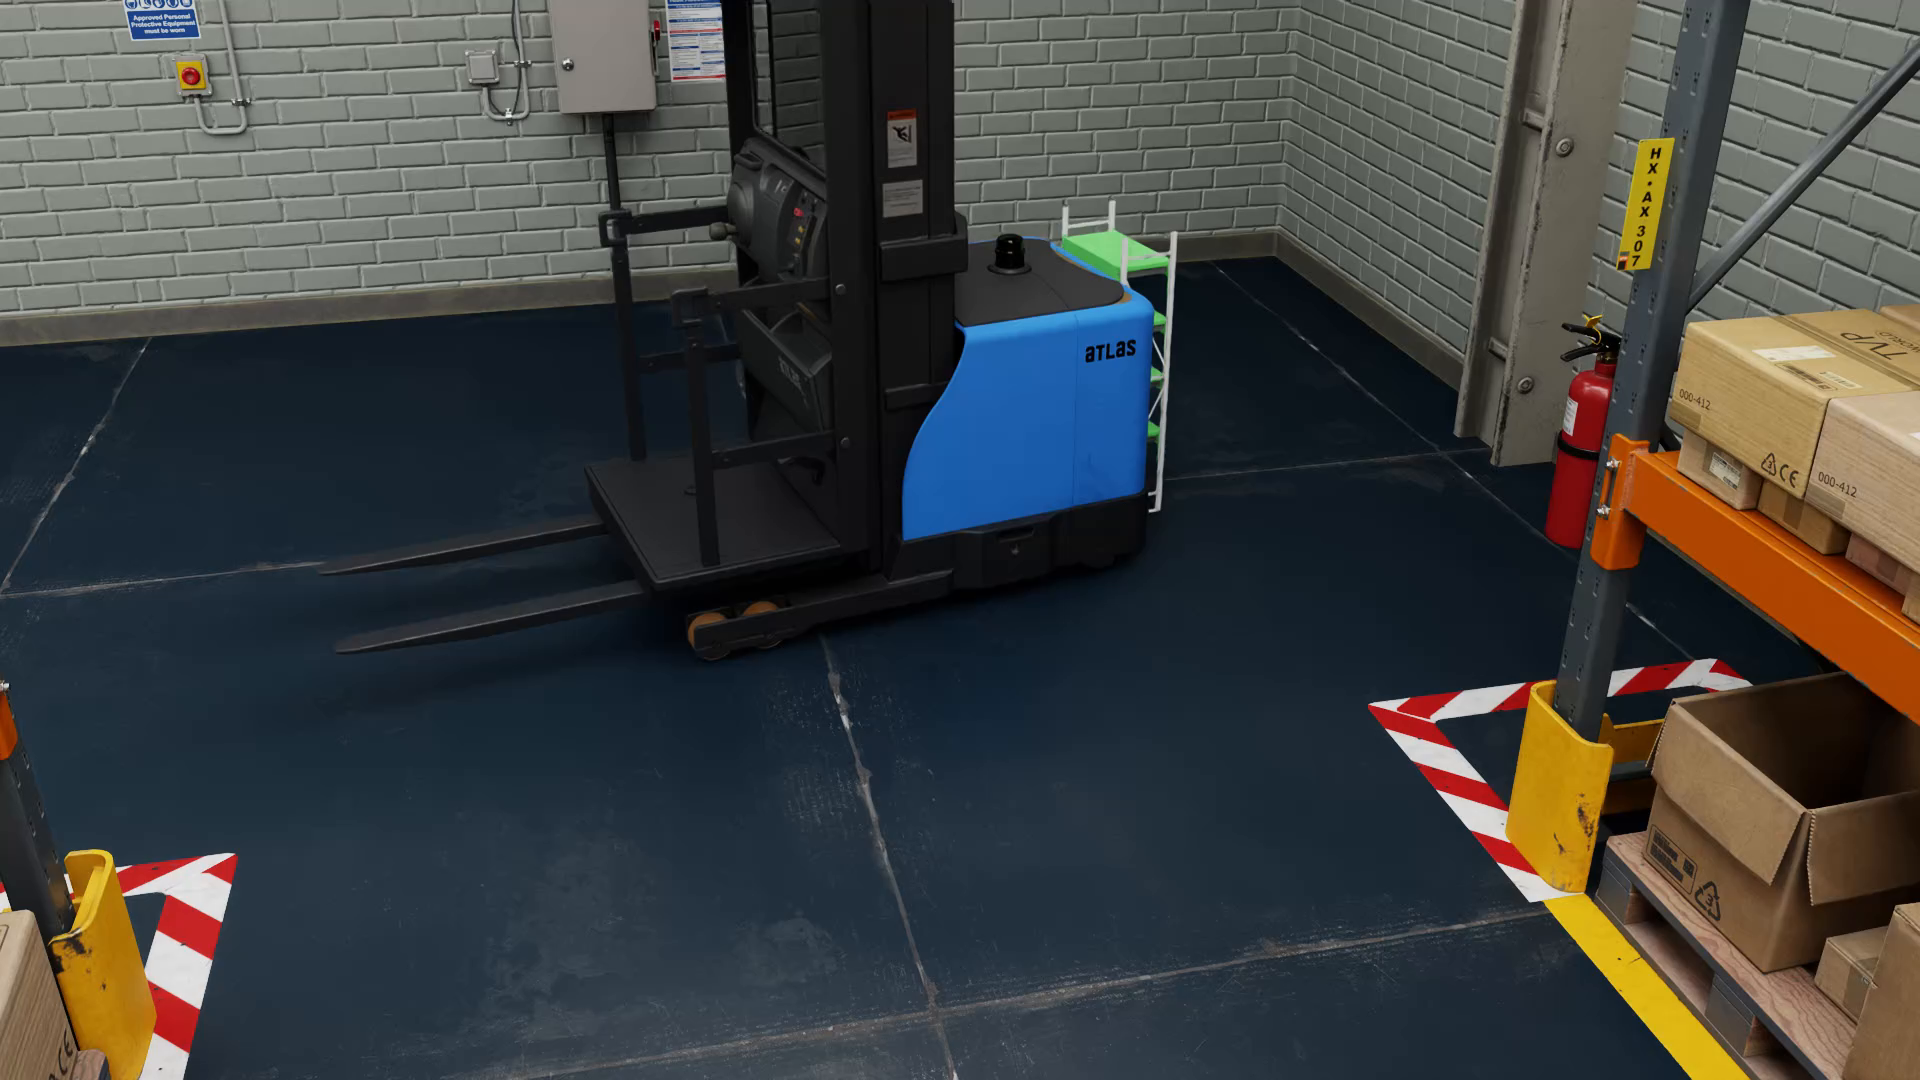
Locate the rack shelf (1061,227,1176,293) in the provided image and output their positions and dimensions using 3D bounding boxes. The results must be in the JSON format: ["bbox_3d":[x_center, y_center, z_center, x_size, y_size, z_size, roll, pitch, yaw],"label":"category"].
[{"bbox_3d":[0.631,-1.112,6.698,0.258,0.148,0.480,-12,29,-22],"label":"rack shelf"}]

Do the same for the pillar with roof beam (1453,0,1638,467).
[{"bbox_3d":[-1.707,-4.008,4.704,9.100,9.000,0.400,-6,27,-12],"label":"pillar with roof beam"}]

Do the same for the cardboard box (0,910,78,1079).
[{"bbox_3d":[-2.372,1.250,3.323,0.875,0.438,0.875,-7,28,-13],"label":"cardboard box"}]

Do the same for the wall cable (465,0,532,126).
[{"bbox_3d":[-2.533,-3.062,8.360,0.588,1.984,0.122,-6,27,-12],"label":"wall cable"}]

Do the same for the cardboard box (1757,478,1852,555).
[{"bbox_3d":[2.126,-0.101,3.899,0.380,0.149,0.250,-5,27,-10],"label":"cardboard box"}]

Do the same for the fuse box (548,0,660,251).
[{"bbox_3d":[-1.832,-2.033,8.879,0.539,1.711,0.414,-6,27,-12],"label":"fuse box"}]

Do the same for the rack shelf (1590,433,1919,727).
[{"bbox_3d":[2.668,0.707,2.818,1.077,0.370,4.000,-6,27,-12],"label":"rack shelf"}]

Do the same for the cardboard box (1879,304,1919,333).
[{"bbox_3d":[2.579,-0.383,4.016,0.500,0.250,0.500,-5,27,-10],"label":"cardboard box"}]

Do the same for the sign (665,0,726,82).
[{"bbox_3d":[-1.398,-2.707,8.890,0.329,0.494,0.001,-6,27,-12],"label":"sign"}]

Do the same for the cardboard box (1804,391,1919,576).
[{"bbox_3d":[2.170,-0.110,3.475,0.500,0.250,0.500,-6,27,-11],"label":"cardboard box"}]

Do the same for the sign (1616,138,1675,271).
[{"bbox_3d":[1.688,-0.823,4.091,0.100,0.325,0.005,-6,27,-12],"label":"sign"}]

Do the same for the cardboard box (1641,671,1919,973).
[{"bbox_3d":[2.262,0.713,4.312,0.797,0.503,0.637,-7,28,-14],"label":"cardboard box"}]

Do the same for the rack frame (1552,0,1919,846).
[{"bbox_3d":[2.217,-0.492,4.396,1.000,3.000,0.127,-6,27,-12],"label":"rack frame"}]

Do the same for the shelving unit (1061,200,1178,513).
[{"bbox_3d":[0.631,-0.741,6.886,0.258,1.200,0.503,-12,29,-22],"label":"shelving unit"}]

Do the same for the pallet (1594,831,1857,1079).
[{"bbox_3d":[2.415,1.136,4.265,1.003,0.211,1.213,-6,27,-12],"label":"pallet"}]

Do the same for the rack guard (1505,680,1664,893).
[{"bbox_3d":[2.234,0.657,4.893,1.175,0.500,0.348,-6,27,-12],"label":"rack guard"}]

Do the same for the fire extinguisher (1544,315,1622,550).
[{"bbox_3d":[1.733,-0.309,4.532,0.296,0.674,0.183,-6,27,-12],"label":"fire extinguisher"}]

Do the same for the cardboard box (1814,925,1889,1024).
[{"bbox_3d":[2.320,1.062,4.015,0.380,0.149,0.250,-7,28,-14],"label":"cardboard box"}]

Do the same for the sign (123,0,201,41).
[{"bbox_3d":[-3.973,-2.602,8.276,0.327,0.218,0.001,-6,27,-12],"label":"sign"}]

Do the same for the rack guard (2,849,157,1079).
[{"bbox_3d":[-2.624,1.119,3.978,1.175,0.500,0.348,-6,27,-12],"label":"rack guard"}]

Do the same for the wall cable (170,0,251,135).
[{"bbox_3d":[-3.912,-2.927,8.057,0.585,1.953,0.123,-6,27,-12],"label":"wall cable"}]

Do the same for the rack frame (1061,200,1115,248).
[{"bbox_3d":[0.529,-0.840,7.083,0.240,1.200,0.015,-12,29,-22],"label":"rack frame"}]

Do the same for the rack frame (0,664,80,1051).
[{"bbox_3d":[-2.618,0.014,3.394,1.000,3.000,0.127,-6,27,-12],"label":"rack frame"}]

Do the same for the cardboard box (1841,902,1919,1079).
[{"bbox_3d":[2.417,1.094,3.562,0.700,0.500,0.500,-5,27,-9],"label":"cardboard box"}]

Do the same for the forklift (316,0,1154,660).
[{"bbox_3d":[-0.828,-1.153,5.781,3.031,2.935,1.130,-11,29,-21],"label":"forklift"}]

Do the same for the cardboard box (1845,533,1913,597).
[{"bbox_3d":[2.219,0.011,3.678,0.380,0.149,0.250,-6,27,-12],"label":"cardboard box"}]

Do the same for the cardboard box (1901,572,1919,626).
[{"bbox_3d":[2.216,0.128,3.445,0.380,0.149,0.250,-5,27,-10],"label":"cardboard box"}]

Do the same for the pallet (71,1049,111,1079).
[{"bbox_3d":[-2.362,1.602,3.342,1.003,0.211,1.213,-6,27,-12],"label":"pallet"}]

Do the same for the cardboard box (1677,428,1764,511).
[{"bbox_3d":[2.024,-0.208,4.111,0.380,0.149,0.250,-6,27,-12],"label":"cardboard box"}]

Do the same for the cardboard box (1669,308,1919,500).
[{"bbox_3d":[2.057,-0.331,3.914,0.500,0.250,0.500,-6,27,-11],"label":"cardboard box"}]

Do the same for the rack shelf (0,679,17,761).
[{"bbox_3d":[-2.168,1.213,1.816,1.077,0.370,4.000,-6,27,-12],"label":"rack shelf"}]

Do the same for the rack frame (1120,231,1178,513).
[{"bbox_3d":[0.733,-0.641,6.688,0.240,1.200,0.015,-12,29,-22],"label":"rack frame"}]

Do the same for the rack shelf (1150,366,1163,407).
[{"bbox_3d":[0.631,-0.683,6.914,0.258,0.148,0.480,-12,29,-22],"label":"rack shelf"}]

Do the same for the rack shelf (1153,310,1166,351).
[{"bbox_3d":[0.631,-0.898,6.806,0.258,0.148,0.480,-12,29,-22],"label":"rack shelf"}]

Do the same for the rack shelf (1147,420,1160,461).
[{"bbox_3d":[0.631,-0.469,7.022,0.258,0.148,0.480,-12,29,-22],"label":"rack shelf"}]
